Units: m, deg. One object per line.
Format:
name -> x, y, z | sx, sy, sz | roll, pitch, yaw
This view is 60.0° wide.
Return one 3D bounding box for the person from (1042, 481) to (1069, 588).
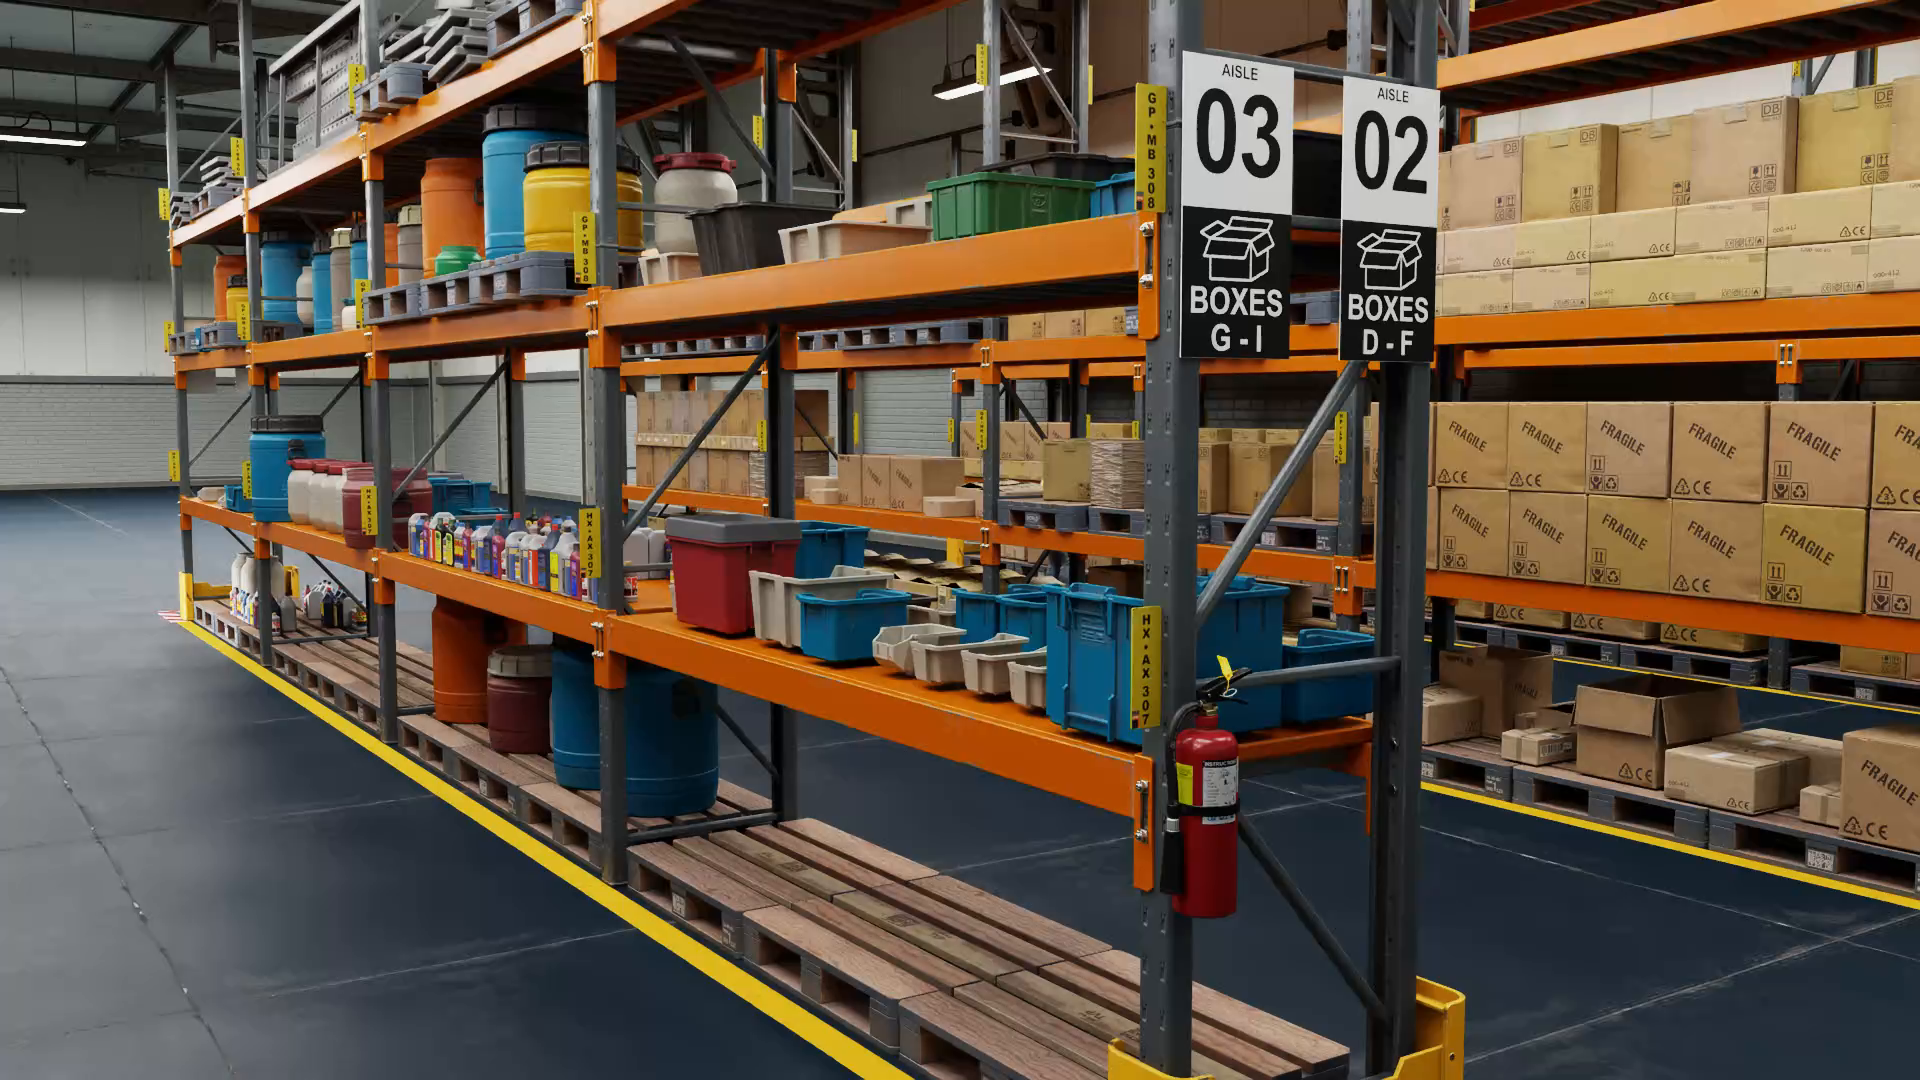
person -> 1.153, -0.119, 18.864 | 0.461, 1.761, 0.627 | -3, 6, -34
